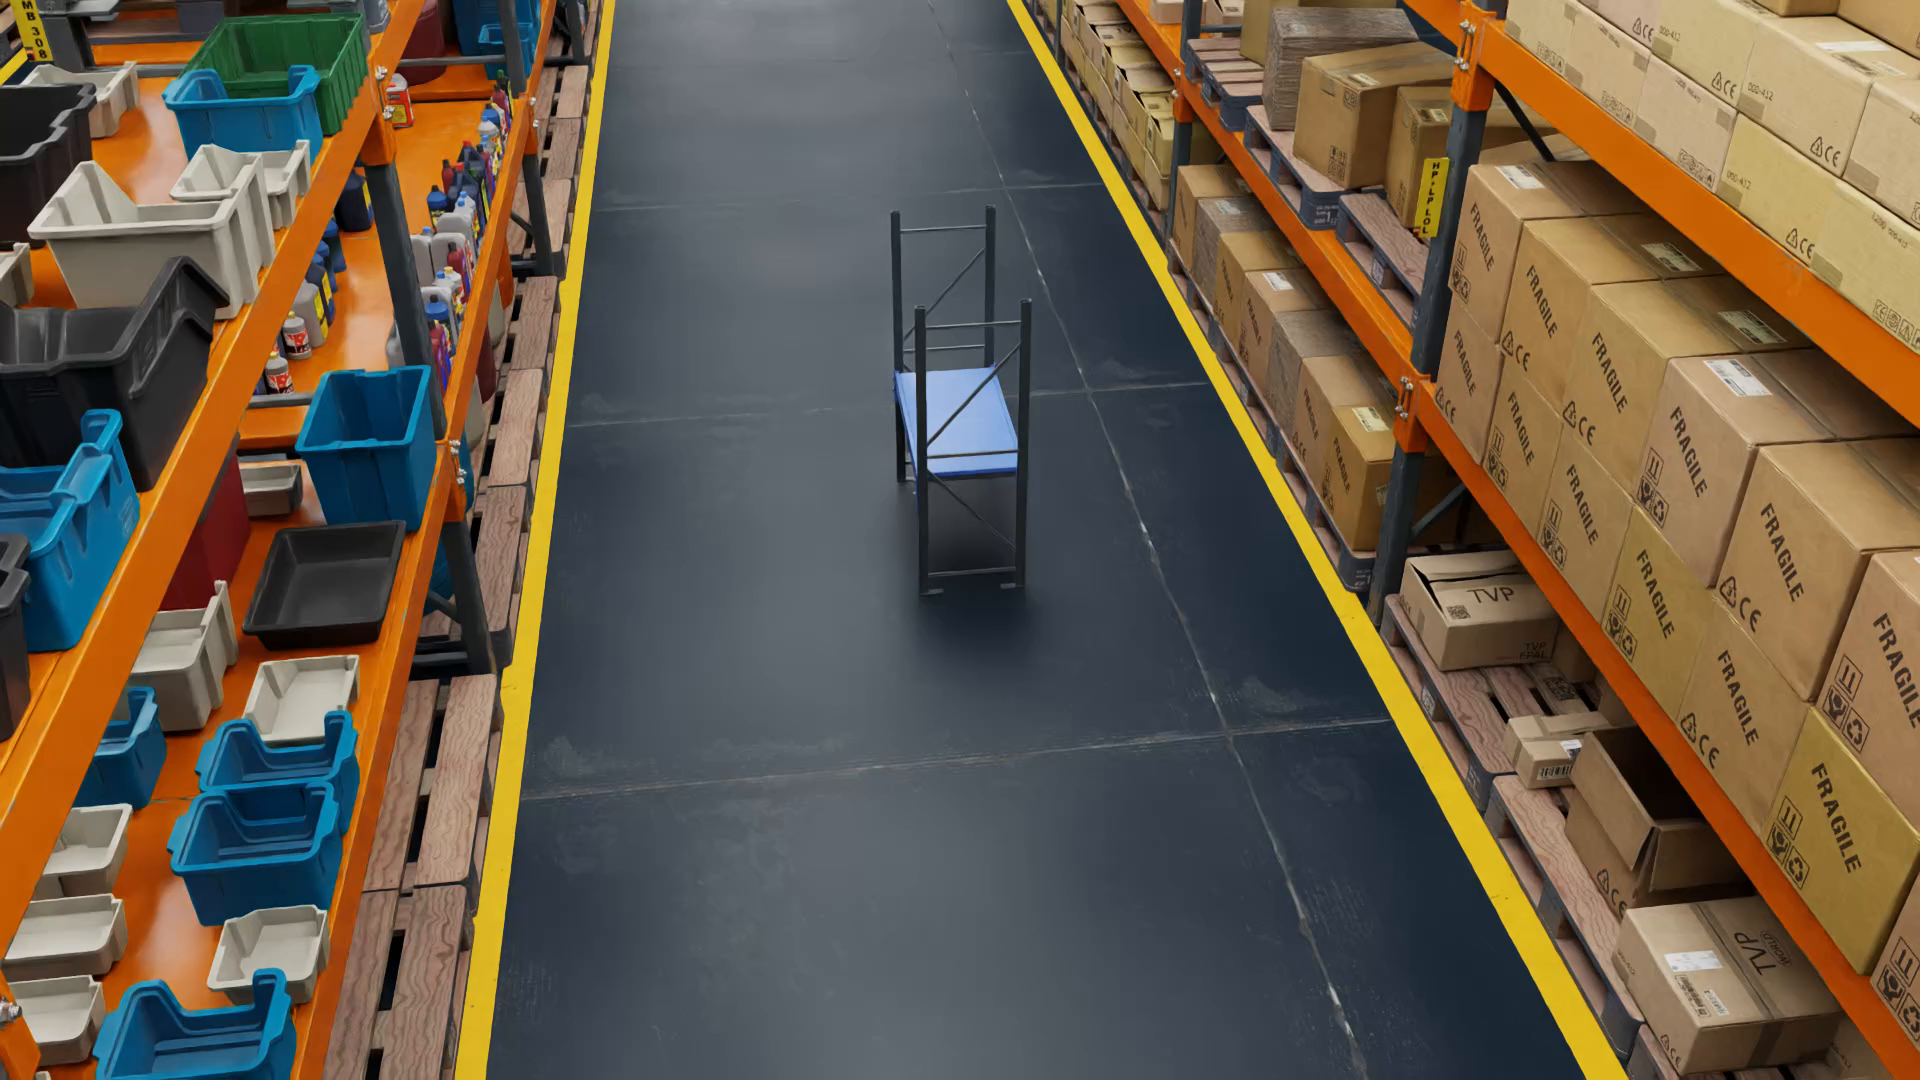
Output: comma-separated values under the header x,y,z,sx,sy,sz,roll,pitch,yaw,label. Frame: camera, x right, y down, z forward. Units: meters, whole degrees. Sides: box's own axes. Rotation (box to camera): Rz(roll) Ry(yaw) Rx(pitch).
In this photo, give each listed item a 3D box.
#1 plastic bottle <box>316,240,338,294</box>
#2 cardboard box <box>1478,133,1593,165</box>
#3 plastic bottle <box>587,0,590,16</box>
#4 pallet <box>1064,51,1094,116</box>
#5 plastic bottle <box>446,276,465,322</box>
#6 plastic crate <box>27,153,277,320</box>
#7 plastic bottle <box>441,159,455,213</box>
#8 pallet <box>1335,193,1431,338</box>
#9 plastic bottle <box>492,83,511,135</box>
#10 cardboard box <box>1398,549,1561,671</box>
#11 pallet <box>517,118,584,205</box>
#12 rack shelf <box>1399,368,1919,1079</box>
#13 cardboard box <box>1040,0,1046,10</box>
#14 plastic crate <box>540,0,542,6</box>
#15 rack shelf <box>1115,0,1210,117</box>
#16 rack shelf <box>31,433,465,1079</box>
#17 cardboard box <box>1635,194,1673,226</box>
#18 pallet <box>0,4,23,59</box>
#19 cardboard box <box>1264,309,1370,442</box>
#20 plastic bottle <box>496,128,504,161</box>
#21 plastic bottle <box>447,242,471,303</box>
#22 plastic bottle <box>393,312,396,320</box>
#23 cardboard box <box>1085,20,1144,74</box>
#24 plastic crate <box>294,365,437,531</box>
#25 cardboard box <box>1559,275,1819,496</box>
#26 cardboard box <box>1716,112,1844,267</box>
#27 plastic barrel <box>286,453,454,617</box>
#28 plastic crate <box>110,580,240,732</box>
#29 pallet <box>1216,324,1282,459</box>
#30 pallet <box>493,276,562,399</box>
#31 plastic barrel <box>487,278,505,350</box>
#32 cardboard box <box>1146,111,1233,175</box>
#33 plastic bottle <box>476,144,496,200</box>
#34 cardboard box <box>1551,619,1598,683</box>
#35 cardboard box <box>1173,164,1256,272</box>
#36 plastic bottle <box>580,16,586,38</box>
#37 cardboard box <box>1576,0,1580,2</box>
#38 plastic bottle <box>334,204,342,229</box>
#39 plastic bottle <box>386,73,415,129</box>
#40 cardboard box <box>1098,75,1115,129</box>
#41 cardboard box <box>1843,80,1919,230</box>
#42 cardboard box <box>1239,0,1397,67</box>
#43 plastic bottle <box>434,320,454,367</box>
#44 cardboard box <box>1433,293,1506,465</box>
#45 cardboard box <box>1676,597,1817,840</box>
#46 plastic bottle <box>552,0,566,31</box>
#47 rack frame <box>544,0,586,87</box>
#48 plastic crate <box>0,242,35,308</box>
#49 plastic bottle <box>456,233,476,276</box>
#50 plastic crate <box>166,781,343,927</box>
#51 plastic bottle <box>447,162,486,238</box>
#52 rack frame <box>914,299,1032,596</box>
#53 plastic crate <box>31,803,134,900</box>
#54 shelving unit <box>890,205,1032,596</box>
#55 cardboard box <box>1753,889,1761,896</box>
x,y,z,sx,sy,sz,roll,pitch,yaw,label
-2.899,-1.256,7.543,0.097,0.271,0.097,0,34,0,plastic bottle
2.555,-1.402,7.183,0.700,0.500,0.500,-16,37,-22,cardboard box
-3.291,-4.739,14.562,0.061,0.283,0.133,-3,34,-4,plastic bottle
1.459,-3.810,13.653,1.003,0.211,1.213,-4,35,-6,pallet
-2.247,-1.064,7.324,0.097,0.201,0.097,0,34,0,plastic bottle
-1.966,-0.752,4.131,0.437,0.282,0.530,-4,35,-6,plastic crate
-2.537,-1.772,8.290,0.061,0.283,0.133,-4,35,-6,plastic bottle
2.398,-1.281,7.637,1.003,0.211,1.213,-4,35,-6,pallet
-2.541,-2.395,9.204,0.061,0.283,0.133,-4,35,-6,plastic bottle
2.239,0.274,7.182,0.500,0.311,0.500,-4,35,-6,cardboard box
-3.276,-2.728,12.065,1.003,0.211,1.213,-4,35,-6,pallet
2.666,0.507,5.481,1.077,0.370,4.000,-4,35,-6,rack shelf
0.985,-4.930,14.889,0.500,0.250,0.500,-4,35,-6,cardboard box
-2.964,-3.717,10.983,0.402,0.464,0.583,-4,35,-6,plastic crate
1.590,-3.957,12.032,1.077,0.370,4.000,-4,35,-6,rack shelf
-2.243,0.880,4.934,1.077,0.370,4.000,-4,35,-6,rack shelf
2.722,-1.098,6.221,0.500,0.500,0.500,-4,34,-6,cardboard box
-8.788,-4.524,14.702,1.003,0.211,1.213,-4,35,-6,pallet
1.922,-0.865,8.685,0.500,0.500,0.500,-4,34,-6,cardboard box
-2.505,-2.132,8.892,0.097,0.201,0.097,0,34,0,plastic bottle
-2.258,-1.218,7.477,0.061,0.283,0.133,-4,35,-6,plastic bottle
-2.367,-0.923,7.117,0.097,0.201,0.097,0,34,0,plastic bottle
1.263,-3.822,12.765,0.500,0.311,0.500,-5,35,-8,cardboard box
-2.111,-0.317,6.012,0.392,0.384,0.575,-4,35,-6,plastic crate
2.320,-0.502,5.346,0.500,0.500,0.500,-5,35,-8,cardboard box
2.417,-0.957,4.460,0.500,0.250,0.500,-4,35,-6,cardboard box
-2.568,-0.145,7.289,0.600,0.901,0.708,-4,35,-6,plastic barrel
-2.489,0.357,5.115,0.437,0.282,0.530,-4,35,-6,plastic crate
2.083,-0.887,9.365,1.003,0.211,1.213,-4,35,-6,pallet
-2.902,-1.176,9.789,1.003,0.211,1.213,-4,35,-6,pallet
-2.802,-1.331,9.375,0.421,0.512,0.421,0,34,0,plastic barrel
1.545,-2.681,11.091,0.500,0.311,0.500,-3,34,-5,cardboard box
-2.419,-1.886,8.457,0.061,0.283,0.133,-4,35,-6,plastic bottle
2.755,0.241,7.061,0.500,0.500,0.500,-4,35,-6,cardboard box
1.637,-2.012,10.367,0.500,0.500,0.500,-3,34,-4,cardboard box
-3.223,-4.347,14.060,0.097,0.201,0.097,0,34,0,plastic bottle
2.216,-2.000,5.547,0.500,0.250,0.500,-4,35,-6,cardboard box
-3.125,-1.674,8.153,0.152,0.276,0.135,-4,35,-6,plastic bottle
-3.161,-2.460,9.306,0.152,0.276,0.135,-4,35,-6,plastic bottle
1.337,-3.306,12.506,0.500,0.250,0.500,-4,34,-5,cardboard box
2.482,-0.884,3.909,0.500,0.250,0.500,-4,35,-6,cardboard box
2.056,-3.010,9.542,0.700,0.500,0.500,-16,37,-22,cardboard box
-2.190,-0.826,6.974,0.097,0.201,0.097,0,34,0,plastic bottle
2.196,-0.643,6.441,0.500,0.500,0.500,-4,34,-5,cardboard box
2.470,0.487,4.783,0.500,0.500,0.500,-4,34,-6,cardboard box
-3.428,-4.556,14.233,0.144,0.351,0.185,-4,35,-6,plastic bottle
-3.587,-4.997,12.920,1.000,3.000,0.127,-4,35,-6,rack frame
-2.497,-0.566,3.987,0.437,0.136,0.530,-4,35,-6,plastic crate
-2.309,-1.322,7.702,0.097,0.201,0.097,0,34,0,plastic bottle
-1.858,0.846,4.441,0.416,0.233,0.300,-4,35,-6,plastic crate
-2.396,-1.644,8.043,0.144,0.351,0.185,-4,35,-6,plastic bottle
0.057,-0.384,7.481,0.500,1.500,0.032,-4,35,-6,rack frame
-2.407,0.862,4.503,0.298,0.136,0.250,-4,35,-6,plastic crate
-0.011,-0.667,7.897,0.538,1.500,1.048,-4,35,-6,shelving unit
3.009,1.397,5.587,0.500,0.250,0.500,-4,35,-6,cardboard box
